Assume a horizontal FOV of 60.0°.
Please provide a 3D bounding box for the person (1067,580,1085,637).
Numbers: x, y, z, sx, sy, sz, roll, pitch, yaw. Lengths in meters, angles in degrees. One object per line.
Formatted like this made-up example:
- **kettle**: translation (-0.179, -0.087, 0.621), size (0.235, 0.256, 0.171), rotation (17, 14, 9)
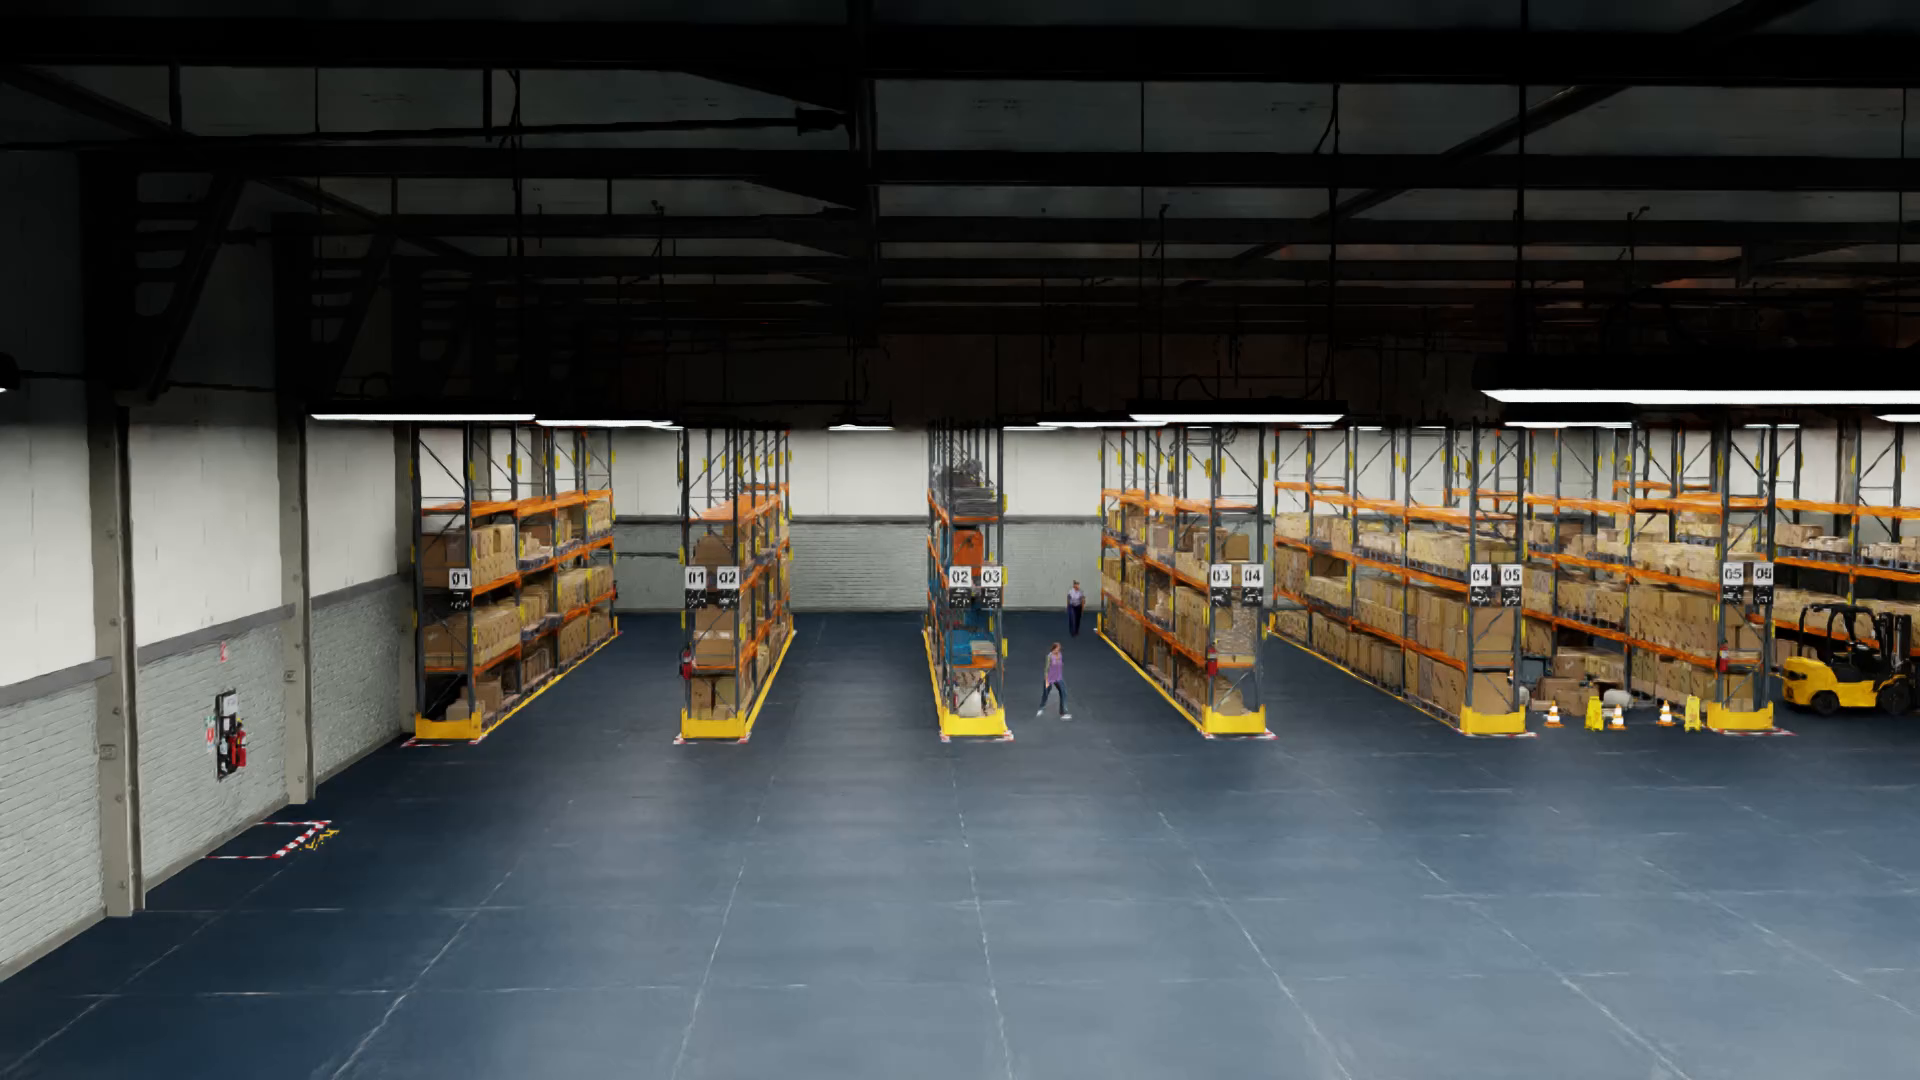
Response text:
- **person**: translation (3.240, 1.900, 46.333), size (0.479, 1.563, 1.082), rotation (0, 4, -4)

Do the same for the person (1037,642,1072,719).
- **person**: translation (1.867, 2.784, 33.200), size (0.453, 1.537, 0.881), rotation (-2, 4, -26)
